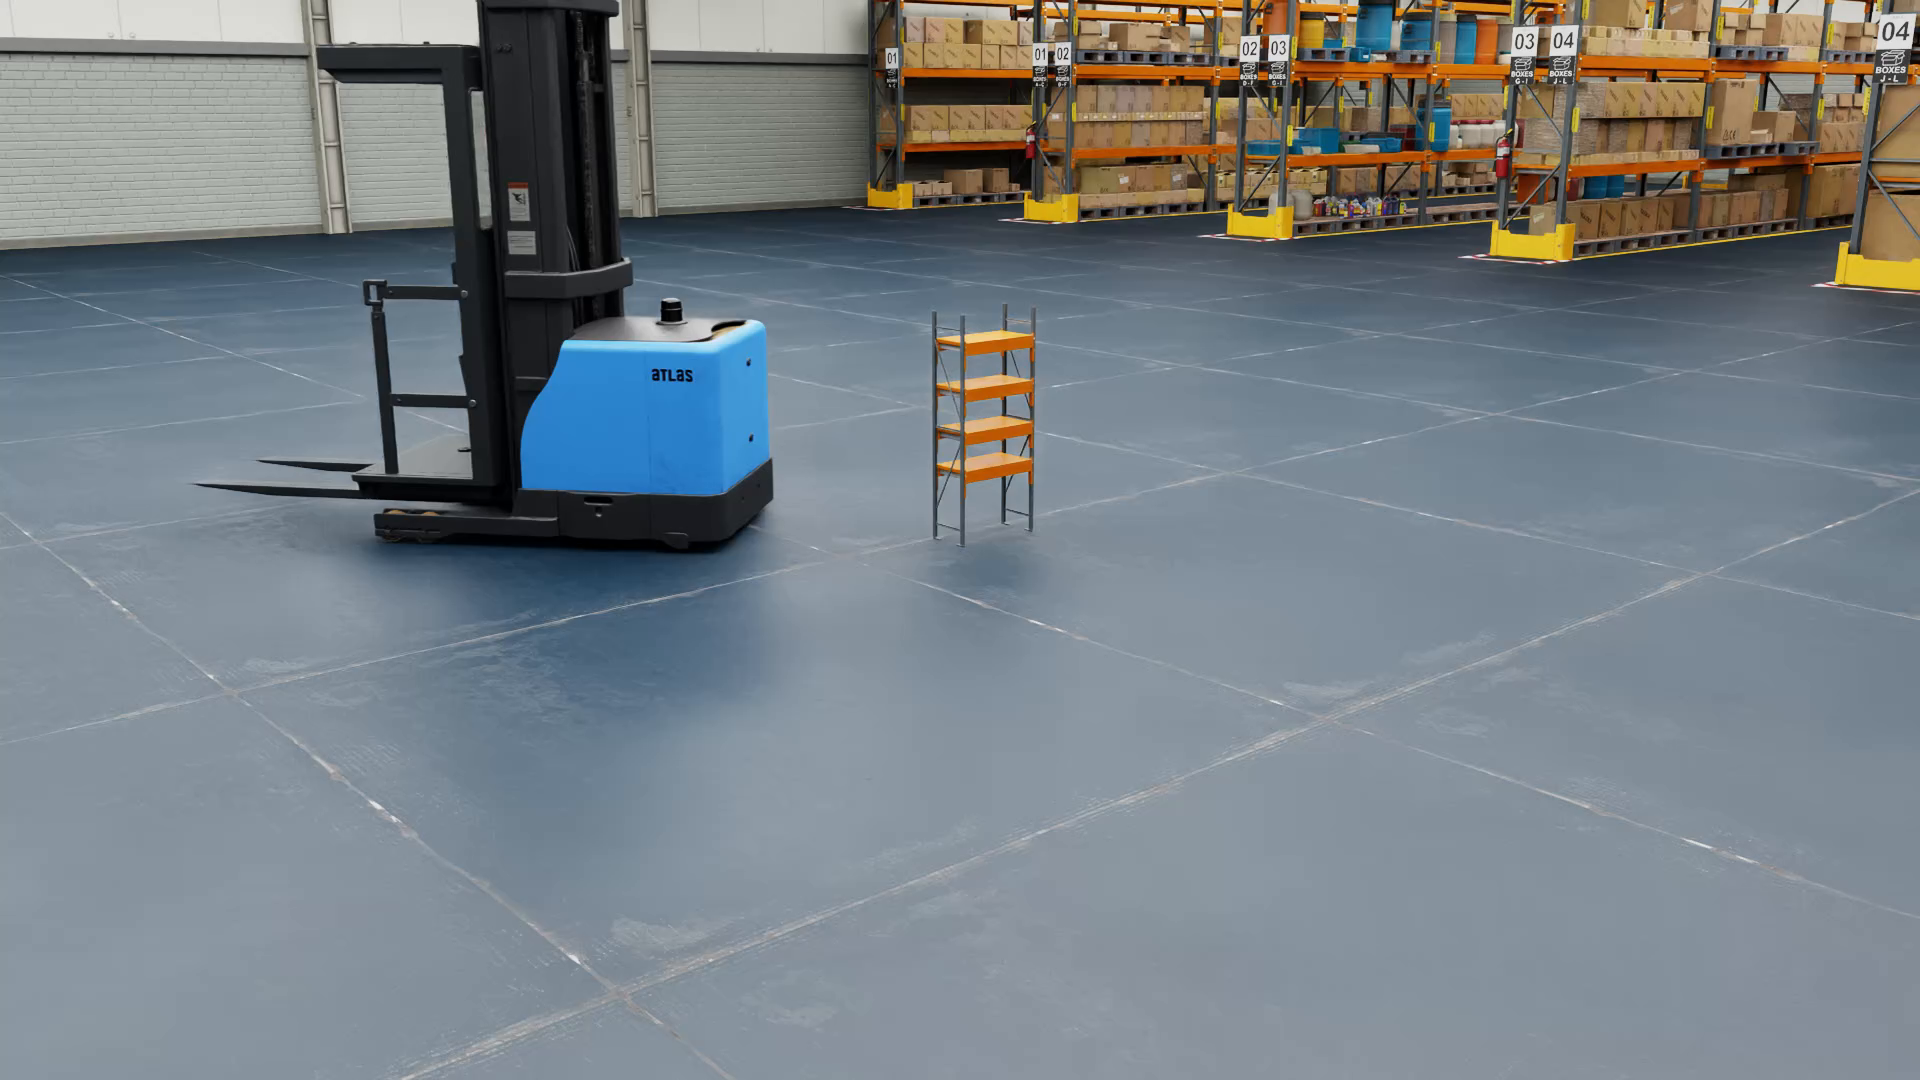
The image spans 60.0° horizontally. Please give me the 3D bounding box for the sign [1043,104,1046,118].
[{"bbox_3d":[1.849,-9.431,36.569,0.005,0.325,0.100,-13,19,-39],"label":"sign"}]

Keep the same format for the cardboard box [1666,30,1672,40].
[{"bbox_3d":[10.358,-7.515,24.776,0.250,0.149,0.380,-12,19,-37],"label":"cardboard box"}]

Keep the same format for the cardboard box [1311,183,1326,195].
[{"bbox_3d":[7.523,-7.569,35.789,0.500,0.250,0.500,-12,19,-38],"label":"cardboard box"}]

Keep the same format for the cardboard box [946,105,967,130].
[{"bbox_3d":[-0.199,-8.930,35.167,0.500,0.500,0.500,-13,20,-41],"label":"cardboard box"}]

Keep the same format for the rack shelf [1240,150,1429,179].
[{"bbox_3d":[6.482,-6.502,28.675,4.000,0.370,1.077,-13,19,-39],"label":"rack shelf"}]

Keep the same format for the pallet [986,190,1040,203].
[{"bbox_3d":[1.004,-7.650,36.979,1.213,0.211,1.003,-13,19,-39],"label":"pallet"}]

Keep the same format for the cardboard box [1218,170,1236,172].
[{"bbox_3d":[5.626,-7.597,34.806,0.500,0.311,0.500,-13,20,-40],"label":"cardboard box"}]

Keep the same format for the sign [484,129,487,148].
[{"bbox_3d":[-8.470,-7.243,29.984,0.234,0.329,0.001,-13,19,-39],"label":"sign"}]

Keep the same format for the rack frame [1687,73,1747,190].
[{"bbox_3d":[17.043,-9.222,37.461,0.127,3.000,1.000,-13,19,-39],"label":"rack frame"}]

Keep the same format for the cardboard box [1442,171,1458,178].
[{"bbox_3d":[11.586,-8.701,39.871,0.500,0.311,0.500,-13,19,-39],"label":"cardboard box"}]

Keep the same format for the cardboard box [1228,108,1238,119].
[{"bbox_3d":[6.577,-10.375,40.971,0.500,0.500,0.500,-13,19,-39],"label":"cardboard box"}]

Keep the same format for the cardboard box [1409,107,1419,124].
[{"bbox_3d":[10.273,-9.723,38.332,0.700,0.500,0.500,8,17,28],"label":"cardboard box"}]

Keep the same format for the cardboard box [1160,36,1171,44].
[{"bbox_3d":[3.782,-9.705,32.546,0.500,0.311,0.500,-14,20,-42],"label":"cardboard box"}]

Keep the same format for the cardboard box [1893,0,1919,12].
[{"bbox_3d":[11.590,-6.473,20.066,0.500,0.250,0.500,-12,19,-39],"label":"cardboard box"}]

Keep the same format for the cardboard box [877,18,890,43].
[{"bbox_3d":[-1.376,-10.554,34.467,0.500,0.500,0.500,-12,19,-37],"label":"cardboard box"}]

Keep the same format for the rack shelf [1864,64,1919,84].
[{"bbox_3d":[18.786,-9.020,32.289,4.000,0.370,1.077,-13,19,-39],"label":"rack shelf"}]

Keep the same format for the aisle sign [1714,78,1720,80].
[{"bbox_3d":[16.903,-10.548,37.388,0.004,0.787,0.394,-13,19,-39],"label":"aisle sign"}]

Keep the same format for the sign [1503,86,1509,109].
[{"bbox_3d":[7.875,-6.371,23.931,0.005,0.325,0.100,-13,19,-39],"label":"sign"}]

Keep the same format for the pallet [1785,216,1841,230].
[{"bbox_3d":[14.904,-5.674,29.583,1.213,0.211,1.003,-13,19,-39],"label":"pallet"}]

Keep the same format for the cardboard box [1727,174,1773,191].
[{"bbox_3d":[13.380,-6.058,28.156,0.500,0.250,0.500,-10,18,-33],"label":"cardboard box"}]

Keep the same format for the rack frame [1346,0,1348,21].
[{"bbox_3d":[10.540,-14.049,43.907,0.127,3.000,1.000,-13,19,-39],"label":"rack frame"}]

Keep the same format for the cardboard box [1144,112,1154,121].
[{"bbox_3d":[3.520,-8.167,32.063,0.250,0.149,0.380,-12,19,-38],"label":"cardboard box"}]

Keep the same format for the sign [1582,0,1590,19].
[{"bbox_3d":[8.581,-7.313,22.809,0.005,0.325,0.100,-13,19,-39],"label":"sign"}]

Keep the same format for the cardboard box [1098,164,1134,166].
[{"bbox_3d":[3.057,-7.118,32.648,0.500,0.500,0.500,-13,19,-39],"label":"cardboard box"}]

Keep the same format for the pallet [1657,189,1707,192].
[{"bbox_3d":[16.396,-7.742,37.326,1.213,0.211,1.003,-13,19,-39],"label":"pallet"}]

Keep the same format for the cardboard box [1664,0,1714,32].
[{"bbox_3d":[11.070,-7.981,25.267,0.500,0.500,0.500,-13,20,-41],"label":"cardboard box"}]

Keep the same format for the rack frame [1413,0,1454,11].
[{"bbox_3d":[10.777,-12.407,37.763,0.127,3.000,1.000,-13,19,-39],"label":"rack frame"}]

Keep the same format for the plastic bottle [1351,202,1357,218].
[{"bbox_3d":[6.804,-5.710,28.749,0.097,0.271,0.097,0,15,0],"label":"plastic bottle"}]

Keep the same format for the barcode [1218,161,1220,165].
[{"bbox_3d":[5.208,-7.585,33.463,0.075,0.075,0.001,-13,19,-39],"label":"barcode"}]

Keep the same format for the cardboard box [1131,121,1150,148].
[{"bbox_3d":[3.251,-7.864,32.184,0.500,0.500,0.700,-12,19,-38],"label":"cardboard box"}]

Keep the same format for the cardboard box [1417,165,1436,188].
[{"bbox_3d":[10.593,-8.374,38.281,0.500,0.500,0.500,-13,20,-40],"label":"cardboard box"}]

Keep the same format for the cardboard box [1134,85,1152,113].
[{"bbox_3d":[3.276,-8.497,32.042,0.500,0.500,0.700,-13,19,-39],"label":"cardboard box"}]

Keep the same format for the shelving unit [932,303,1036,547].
[{"bbox_3d":[0.125,-0.608,8.700,0.503,1.200,0.258,-13,19,-39],"label":"shelving unit"}]

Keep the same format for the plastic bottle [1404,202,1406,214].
[{"bbox_3d":[7.922,-5.927,29.698,0.097,0.201,0.097,0,15,0],"label":"plastic bottle"}]

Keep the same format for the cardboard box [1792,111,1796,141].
[{"bbox_3d":[13.879,-7.054,28.339,0.500,0.500,0.500,13,20,40],"label":"cardboard box"}]

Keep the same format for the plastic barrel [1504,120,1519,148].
[{"bbox_3d":[10.372,-7.705,31.565,0.421,0.512,0.421,0,15,0],"label":"plastic barrel"}]

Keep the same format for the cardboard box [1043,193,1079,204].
[{"bbox_3d":[1.935,-6.499,31.782,0.500,0.250,0.500,-13,19,-39],"label":"cardboard box"}]

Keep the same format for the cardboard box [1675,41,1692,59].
[{"bbox_3d":[10.669,-7.387,25.070,0.500,0.250,0.500,-12,19,-38],"label":"cardboard box"}]

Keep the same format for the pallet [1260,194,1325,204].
[{"bbox_3d":[7.113,-7.352,35.866,1.213,0.211,1.003,-13,19,-39],"label":"pallet"}]

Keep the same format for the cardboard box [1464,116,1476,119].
[{"bbox_3d":[11.725,-9.678,38.976,0.500,0.500,0.500,-12,19,-38],"label":"cardboard box"}]

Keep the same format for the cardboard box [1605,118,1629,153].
[{"bbox_3d":[9.362,-6.011,24.672,0.500,0.500,0.875,-13,19,-39],"label":"cardboard box"}]

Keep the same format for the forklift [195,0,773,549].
[{"bbox_3d":[-2.611,-1.528,8.792,3.031,2.935,1.130,2,15,9],"label":"forklift"}]

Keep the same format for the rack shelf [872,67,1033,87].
[{"bbox_3d":[-0.021,-9.880,35.508,4.000,0.370,1.077,-13,19,-39],"label":"rack shelf"}]

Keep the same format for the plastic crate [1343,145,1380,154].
[{"bbox_3d":[6.932,-6.737,28.670,0.437,0.136,0.530,-13,19,-39],"label":"plastic crate"}]

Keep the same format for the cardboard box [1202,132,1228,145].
[{"bbox_3d":[5.085,-8.173,33.827,0.500,0.250,0.500,-11,19,-36],"label":"cardboard box"}]

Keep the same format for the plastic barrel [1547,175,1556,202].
[{"bbox_3d":[11.733,-7.067,33.400,0.421,0.512,0.421,0,15,0],"label":"plastic barrel"}]

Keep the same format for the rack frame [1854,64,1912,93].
[{"bbox_3d":[17.277,-7.580,31.314,0.127,3.000,1.000,-13,19,-39],"label":"rack frame"}]

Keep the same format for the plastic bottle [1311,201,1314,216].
[{"bbox_3d":[6.147,-5.831,29.179,0.133,0.283,0.061,-12,19,-38],"label":"plastic bottle"}]

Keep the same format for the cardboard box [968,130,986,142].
[{"bbox_3d":[0.200,-8.659,35.607,0.500,0.250,0.500,-12,19,-39],"label":"cardboard box"}]

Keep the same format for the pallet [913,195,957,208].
[{"bbox_3d":[-0.837,-7.236,35.432,1.213,0.211,1.003,-13,19,-39],"label":"pallet"}]

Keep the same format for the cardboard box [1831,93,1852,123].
[{"bbox_3d":[15.315,-7.666,29.498,0.637,0.503,0.797,-12,19,-38],"label":"cardboard box"}]

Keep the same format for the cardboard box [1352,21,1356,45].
[{"bbox_3d":[8.478,-10.971,36.066,0.500,0.500,0.500,-13,19,-39],"label":"cardboard box"}]

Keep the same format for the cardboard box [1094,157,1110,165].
[{"bbox_3d":[3.140,-8.858,38.637,0.500,0.250,0.500,-13,20,-40],"label":"cardboard box"}]

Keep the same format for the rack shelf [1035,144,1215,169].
[{"bbox_3d":[3.233,-7.467,32.288,4.000,0.370,1.077,-13,19,-39],"label":"rack shelf"}]

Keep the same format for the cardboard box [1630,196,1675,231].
[{"bbox_3d":[10.914,-5.160,26.285,0.500,0.500,0.500,-13,20,-41],"label":"cardboard box"}]

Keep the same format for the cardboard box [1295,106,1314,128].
[{"bbox_3d":[8.497,-10.829,42.897,0.700,0.700,0.980,-13,20,-41],"label":"cardboard box"}]

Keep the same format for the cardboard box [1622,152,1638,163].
[{"bbox_3d":[9.791,-5.663,24.624,0.250,0.149,0.380,-13,19,-39],"label":"cardboard box"}]
